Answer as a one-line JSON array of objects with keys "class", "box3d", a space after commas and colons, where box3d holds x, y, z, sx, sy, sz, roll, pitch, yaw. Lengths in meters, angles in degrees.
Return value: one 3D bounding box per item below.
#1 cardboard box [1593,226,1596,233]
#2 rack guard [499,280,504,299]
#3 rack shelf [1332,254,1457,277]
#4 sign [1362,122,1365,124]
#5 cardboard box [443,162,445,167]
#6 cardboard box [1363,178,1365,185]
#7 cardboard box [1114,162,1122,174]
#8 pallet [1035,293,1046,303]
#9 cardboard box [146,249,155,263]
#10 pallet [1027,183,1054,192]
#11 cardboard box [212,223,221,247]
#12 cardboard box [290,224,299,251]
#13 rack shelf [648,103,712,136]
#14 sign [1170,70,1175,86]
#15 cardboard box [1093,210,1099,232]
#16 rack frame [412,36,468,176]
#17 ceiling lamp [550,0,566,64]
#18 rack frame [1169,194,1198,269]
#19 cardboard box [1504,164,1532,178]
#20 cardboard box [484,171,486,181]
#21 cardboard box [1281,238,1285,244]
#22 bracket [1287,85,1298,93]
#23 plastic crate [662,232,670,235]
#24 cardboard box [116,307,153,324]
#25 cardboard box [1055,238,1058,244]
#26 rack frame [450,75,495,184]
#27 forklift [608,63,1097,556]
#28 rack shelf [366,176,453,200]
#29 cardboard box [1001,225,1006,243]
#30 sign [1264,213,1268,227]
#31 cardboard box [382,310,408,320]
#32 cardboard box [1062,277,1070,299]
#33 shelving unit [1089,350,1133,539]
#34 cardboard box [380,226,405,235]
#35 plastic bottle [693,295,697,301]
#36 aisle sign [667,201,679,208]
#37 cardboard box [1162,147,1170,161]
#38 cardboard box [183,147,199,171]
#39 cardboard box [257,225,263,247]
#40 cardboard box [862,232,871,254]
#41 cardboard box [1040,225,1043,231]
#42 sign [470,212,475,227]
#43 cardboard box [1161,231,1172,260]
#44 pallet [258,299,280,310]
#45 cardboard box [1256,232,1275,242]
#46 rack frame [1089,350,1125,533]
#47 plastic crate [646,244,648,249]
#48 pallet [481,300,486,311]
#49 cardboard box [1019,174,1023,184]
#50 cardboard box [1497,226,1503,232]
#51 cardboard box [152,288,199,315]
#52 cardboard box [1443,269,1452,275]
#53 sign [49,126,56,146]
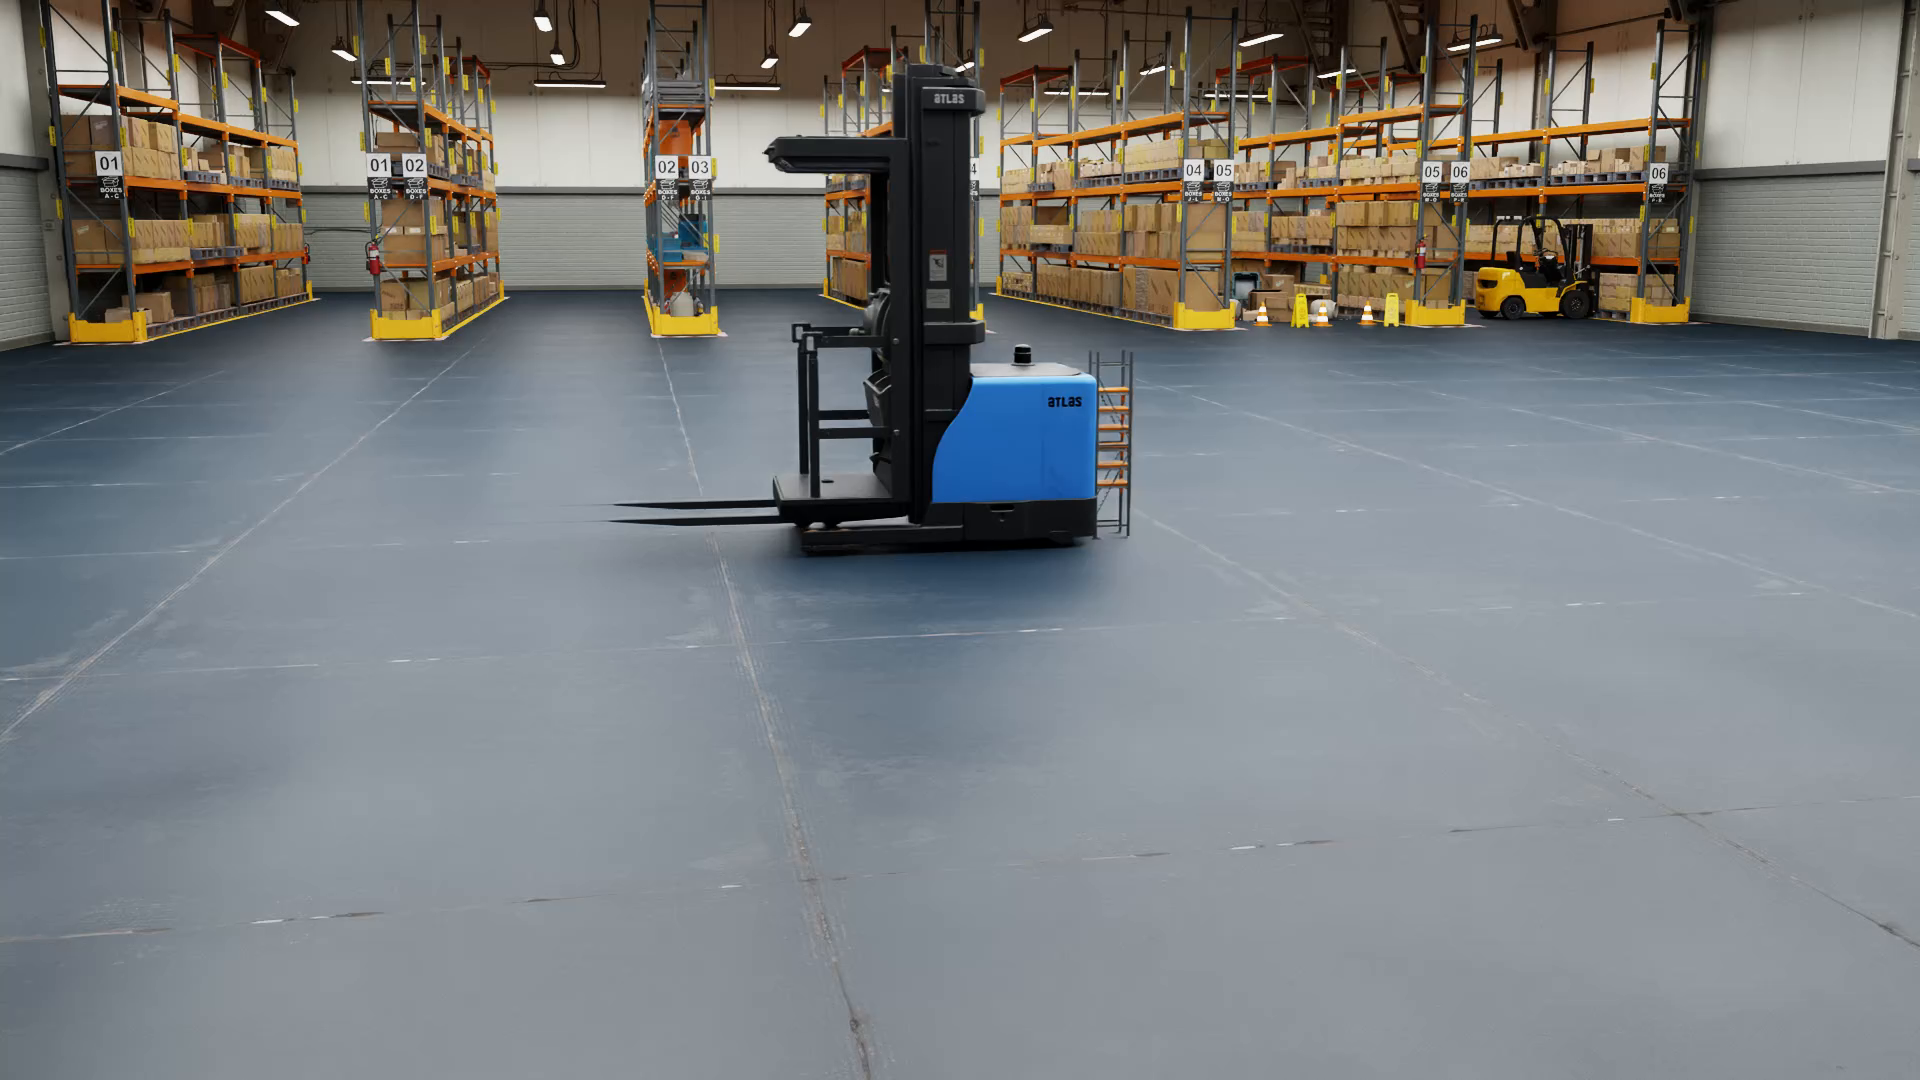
[{"class": "cardboard box", "box3d": [13.873, -6.690, 35.822, 0.380, 0.149, 0.250, -2, 11, -11]}, {"class": "rack guard", "box3d": [-12.955, -6.777, 44.966, 1.175, 0.500, 0.348, -2, 11, -11]}, {"class": "rack shelf", "box3d": [9.192, -5.818, 35.165, 1.077, 0.370, 4.000, -2, 11, -11]}, {"class": "sign", "box3d": [11.886, -12.420, 48.963, 0.100, 0.325, 0.005, -2, 11, -11]}, {"class": "cardboard box", "box3d": [-10.948, -7.777, 34.790, 0.500, 0.250, 0.500, -3, 11, -16]}, {"class": "cardboard box", "box3d": [8.826, -7.634, 35.431, 0.380, 0.149, 0.250, -2, 11, -13]}, {"class": "cardboard box", "box3d": [3.673, -8.119, 36.317, 0.500, 0.250, 0.500, -2, 11, -10]}, {"class": "pallet", "box3d": [2.564, -6.294, 43.201, 1.003, 0.211, 1.213, -2, 11, -11]}, {"class": "cardboard box", "box3d": [-14.615, -5.036, 29.478, 0.500, 0.250, 0.500, -2, 11, -13]}, {"class": "pallet", "box3d": [2.427, -9.071, 42.812, 1.213, 0.211, 1.003, -2, 11, -11]}, {"class": "cardboard box", "box3d": [-16.036, -6.449, 35.112, 0.700, 0.500, 0.500, -3, 11, -16]}, {"class": "cardboard box", "box3d": [-17.567, -7.759, 42.639, 0.980, 0.700, 0.700, -2, 11, -11]}, {"class": "rack shelf", "box3d": [-5.387, -8.028, 31.801, 1.077, 0.370, 4.000, -2, 11, -11]}, {"class": "sign", "box3d": [4.516, -9.839, 35.401, 0.100, 0.325, 0.005, -2, 11, -11]}, {"class": "cardboard box", "box3d": [3.468, -7.344, 38.318, 0.700, 0.500, 0.500, -2, 11, -12]}, {"class": "rack frame", "box3d": [-11.414, -9.499, 36.536, 1.000, 3.000, 0.127, -2, 11, -11]}, {"class": "ceiling lamp", "box3d": [-9.378, -13.044, 39.553, 0.800, 3.185, 2.000, -2, 11, -11]}, {"class": "rack frame", "box3d": [6.469, -8.739, 48.588, 1.000, 3.000, 0.127, -2, 11, -11]}, {"class": "cardboard box", "box3d": [13.142, -8.669, 39.046, 0.500, 0.311, 0.500, -3, 11, -13]}, {"class": "cardboard box", "box3d": [-12.142, -9.121, 41.635, 0.500, 0.250, 0.500, -2, 11, -11]}, {"class": "cardboard box", "box3d": [7.936, -7.183, 39.963, 0.380, 0.149, 0.250, -3, 11, -15]}, {"class": "bracket", "box3d": [10.807, -14.661, 54.028, 0.235, 0.232, 0.430, -2, 11, -11]}, {"class": "plastic crate", "box3d": [-7.862, -8.191, 45.452, 0.616, 0.435, 0.499, -2, 11, -11]}, {"class": "cardboard box", "box3d": [-14.873, -4.034, 29.881, 0.500, 0.311, 0.500, -1, 11, -6]}, {"class": "cardboard box", "box3d": [2.545, -7.323, 40.695, 0.380, 0.149, 0.250, -2, 11, -10]}, {"class": "rack frame", "box3d": [-12.970, -10.966, 44.244, 1.000, 3.000, 0.127, -2, 11, -11]}, {"class": "forklift", "box3d": [-0.699, -1.445, 10.450, 3.031, 2.935, 1.130, -2, 11, -9]}, {"class": "rack shelf", "box3d": [-10.247, -6.571, 31.102, 1.077, 0.370, 4.000, -2, 11, -11]}, {"class": "cardboard box", "box3d": [1.449, -8.643, 47.022, 0.500, 0.500, 0.500, -2, 11, -8]}, {"class": "sign", "box3d": [7.481, -7.820, 40.662, 0.100, 0.325, 0.005, -2, 11, -11]}, {"class": "cardboard box", "box3d": [-10.252, -4.028, 30.066, 0.500, 0.250, 0.500, -2, 11, -11]}, {"class": "cardboard box", "box3d": [2.805, -6.163, 40.615, 0.500, 0.500, 0.500, -2, 11, -11]}, {"class": "shelving unit", "box3d": [0.963, -0.616, 10.722, 0.258, 1.200, 0.189, -2, 11, -10]}, {"class": "cardboard box", "box3d": [-10.119, -5.515, 29.649, 0.380, 0.149, 0.250, -2, 11, -12]}, {"class": "plastic bottle", "box3d": [-5.331, -4.770, 33.641, 0.144, 0.351, 0.185, -3, 11, -14]}, {"class": "aisle sign", "box3d": [-7.837, -9.499, 45.630, 0.394, 0.787, 0.004, -2, 11, -11]}, {"class": "cardboard box", "box3d": [4.279, -7.579, 32.685, 0.500, 0.250, 0.500, -2, 11, -11]}, {"class": "cardboard box", "box3d": [-15.762, -7.696, 33.693, 0.500, 0.500, 0.500, -3, 11, -13]}, {"class": "cardboard box", "box3d": [-16.515, -7.048, 38.590, 0.500, 0.500, 0.500, -2, 11, -11]}, {"class": "cardboard box", "box3d": [-2.035, -7.042, 39.404, 0.500, 0.500, 0.500, -2, 11, -9]}, {"class": "cardboard box", "box3d": [2.241, -7.902, 42.149, 0.380, 0.149, 0.250, -2, 11, -11]}, {"class": "sign", "box3d": [-10.870, -7.141, 37.097, 0.100, 0.325, 0.005, -2, 11, -11]}, {"class": "cardboard box", "box3d": [4.500, -5.846, 32.988, 0.875, 0.550, 0.550, -2, 11, -11]}, {"class": "pallet", "box3d": [-16.826, -5.596, 39.532, 1.003, 0.211, 1.213, -2, 11, -11]}, {"class": "cardboard box", "box3d": [7.681, -7.523, 41.265, 0.500, 0.250, 0.500, -2, 11, -11]}, {"class": "rack frame", "box3d": [0.946, -0.633, 10.811, 0.240, 1.200, 0.006, -2, 11, -10]}, {"class": "plastic crate", "box3d": [-8.272, -7.855, 44.488, 0.250, 0.136, 0.298, -2, 11, -11]}, {"class": "pallet", "box3d": [-11.756, -5.543, 39.257, 1.003, 0.211, 1.213, -2, 11, -11]}, {"class": "cardboard box", "box3d": [1.876, -9.719, 44.778, 0.500, 0.250, 0.500, -2, 11, -9]}, {"class": "cardboard box", "box3d": [12.982, -7.421, 39.660, 0.380, 0.149, 0.250, -2, 11, -13]}, {"class": "cardboard box", "box3d": [-15.654, -4.760, 33.191, 0.700, 0.500, 0.500, -2, 11, -9]}, {"class": "cardboard box", "box3d": [12.549, -6.831, 42.392, 0.380, 0.149, 0.250, -3, 11, -14]}, {"class": "sign", "box3d": [-15.264, -6.796, 27.988, 0.100, 0.325, 0.005, -2, 11, -11]}]
